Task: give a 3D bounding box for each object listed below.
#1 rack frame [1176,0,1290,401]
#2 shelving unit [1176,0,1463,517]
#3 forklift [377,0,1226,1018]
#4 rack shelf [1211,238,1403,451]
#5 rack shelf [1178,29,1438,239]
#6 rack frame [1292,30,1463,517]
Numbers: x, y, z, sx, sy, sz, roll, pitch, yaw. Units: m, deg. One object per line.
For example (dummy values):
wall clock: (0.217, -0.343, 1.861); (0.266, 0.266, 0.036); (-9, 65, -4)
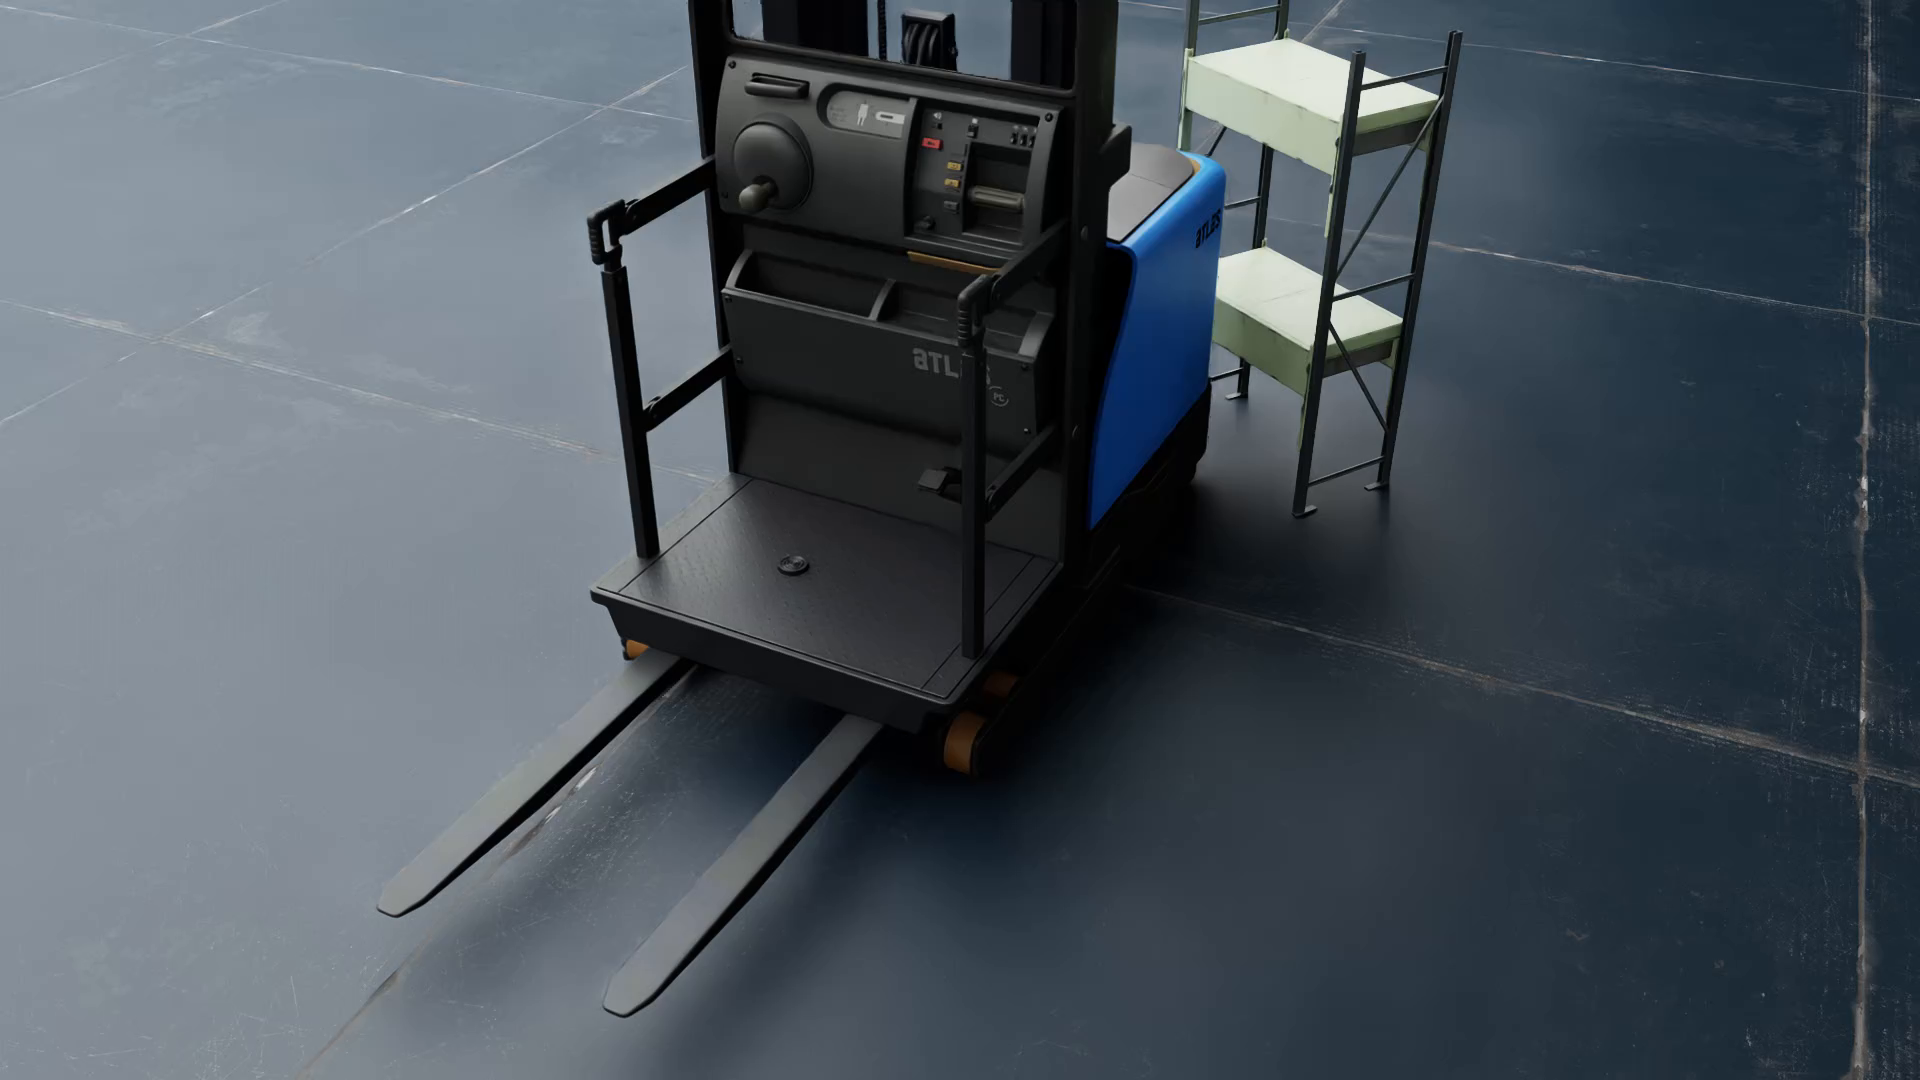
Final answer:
rack frame: (0.871, -1.105, 5.568); (0.400, 1.500, 0.023); (-18, 37, -26)
shelving unit: (1.060, -0.933, 5.305); (0.431, 1.500, 0.755); (-18, 37, -26)
forklift: (-0.290, -0.895, 3.942); (1.130, 2.935, 3.031); (16, 36, 22)
rack shelf: (1.060, -0.661, 5.484); (0.431, 0.370, 0.720); (-18, 37, -26)
rack shelf: (1.060, -1.260, 5.091); (0.431, 0.370, 0.720); (-18, 37, -26)
rack frame: (1.249, -0.761, 5.043); (0.400, 1.500, 0.023); (-18, 37, -26)
